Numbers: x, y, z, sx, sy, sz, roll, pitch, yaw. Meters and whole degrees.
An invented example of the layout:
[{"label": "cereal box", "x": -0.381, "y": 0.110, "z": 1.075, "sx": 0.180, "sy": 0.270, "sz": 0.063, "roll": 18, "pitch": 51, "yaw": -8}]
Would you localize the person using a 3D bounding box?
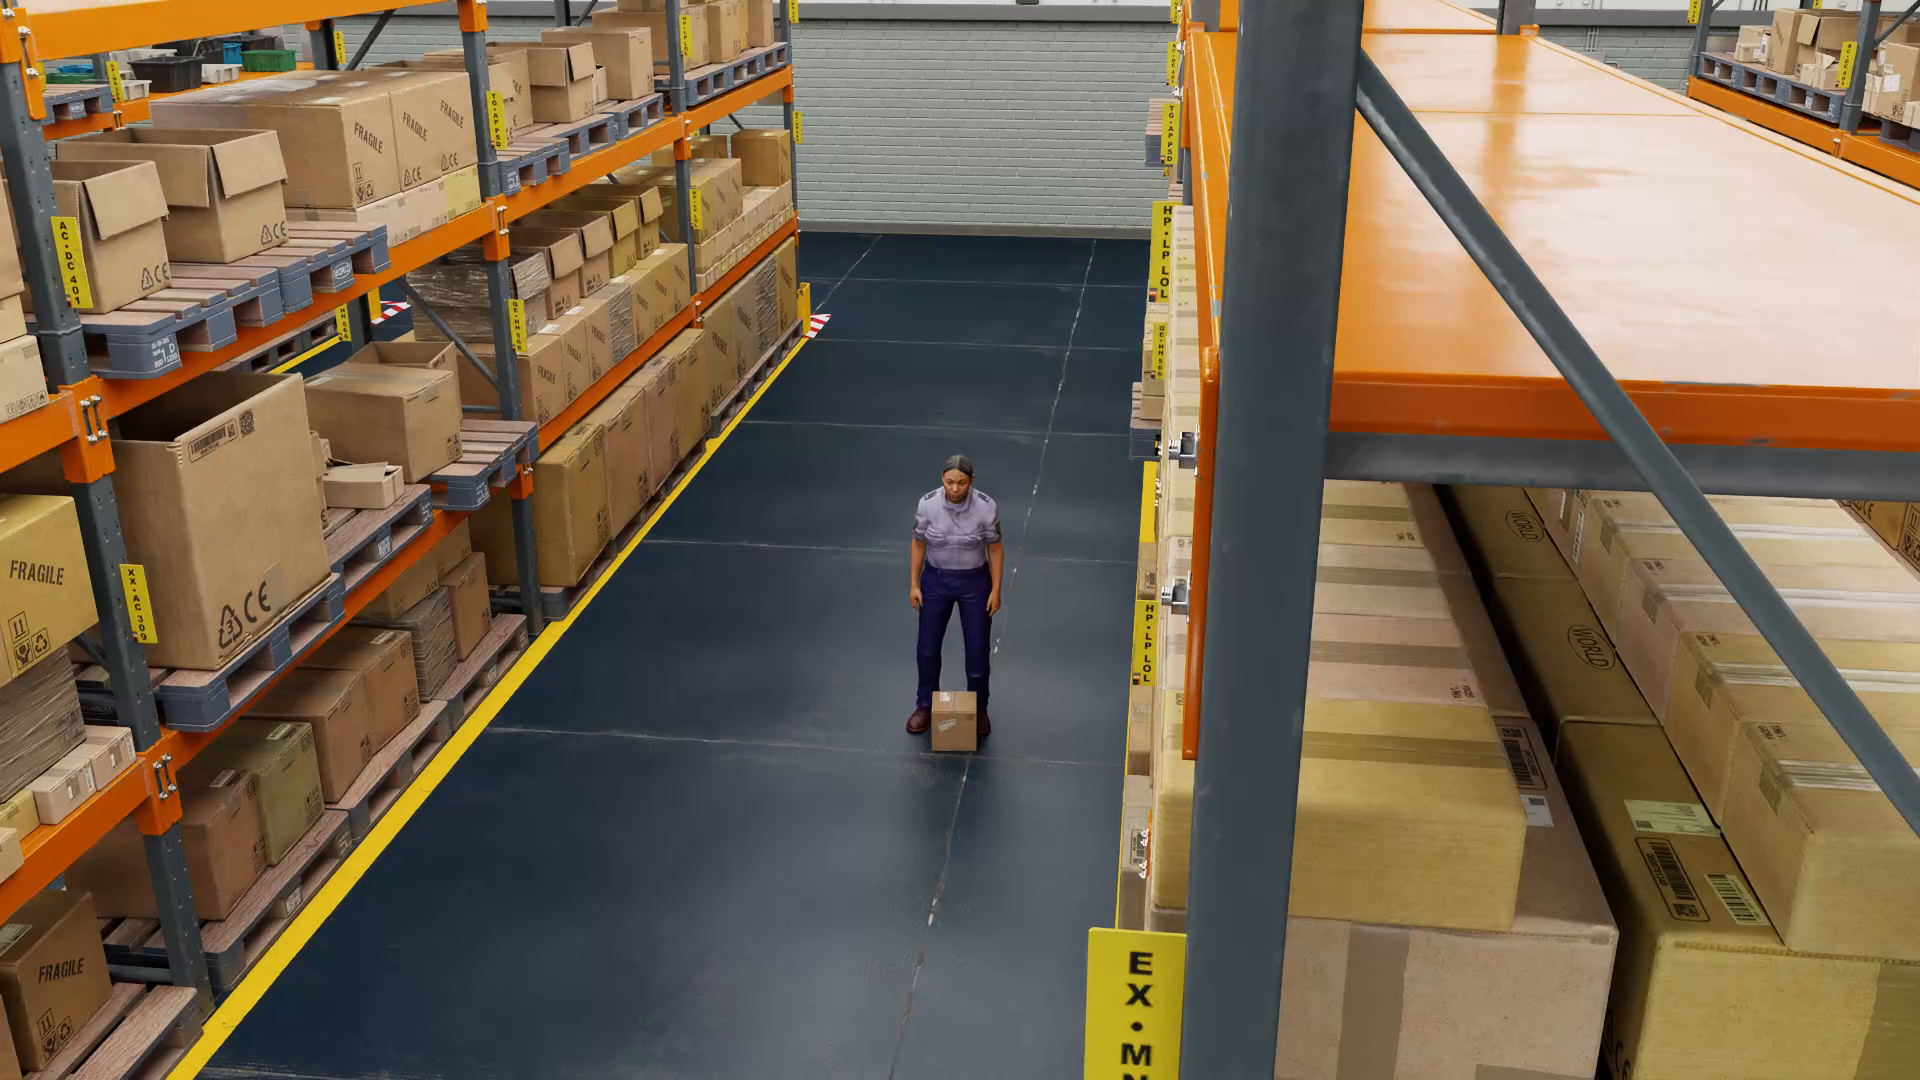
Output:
[{"label": "person", "x": -0.029, "y": 0.285, "z": 9.363, "sx": 0.539, "sy": 1.652, "sz": 0.376, "roll": 2, "pitch": 21, "yaw": 6}]
